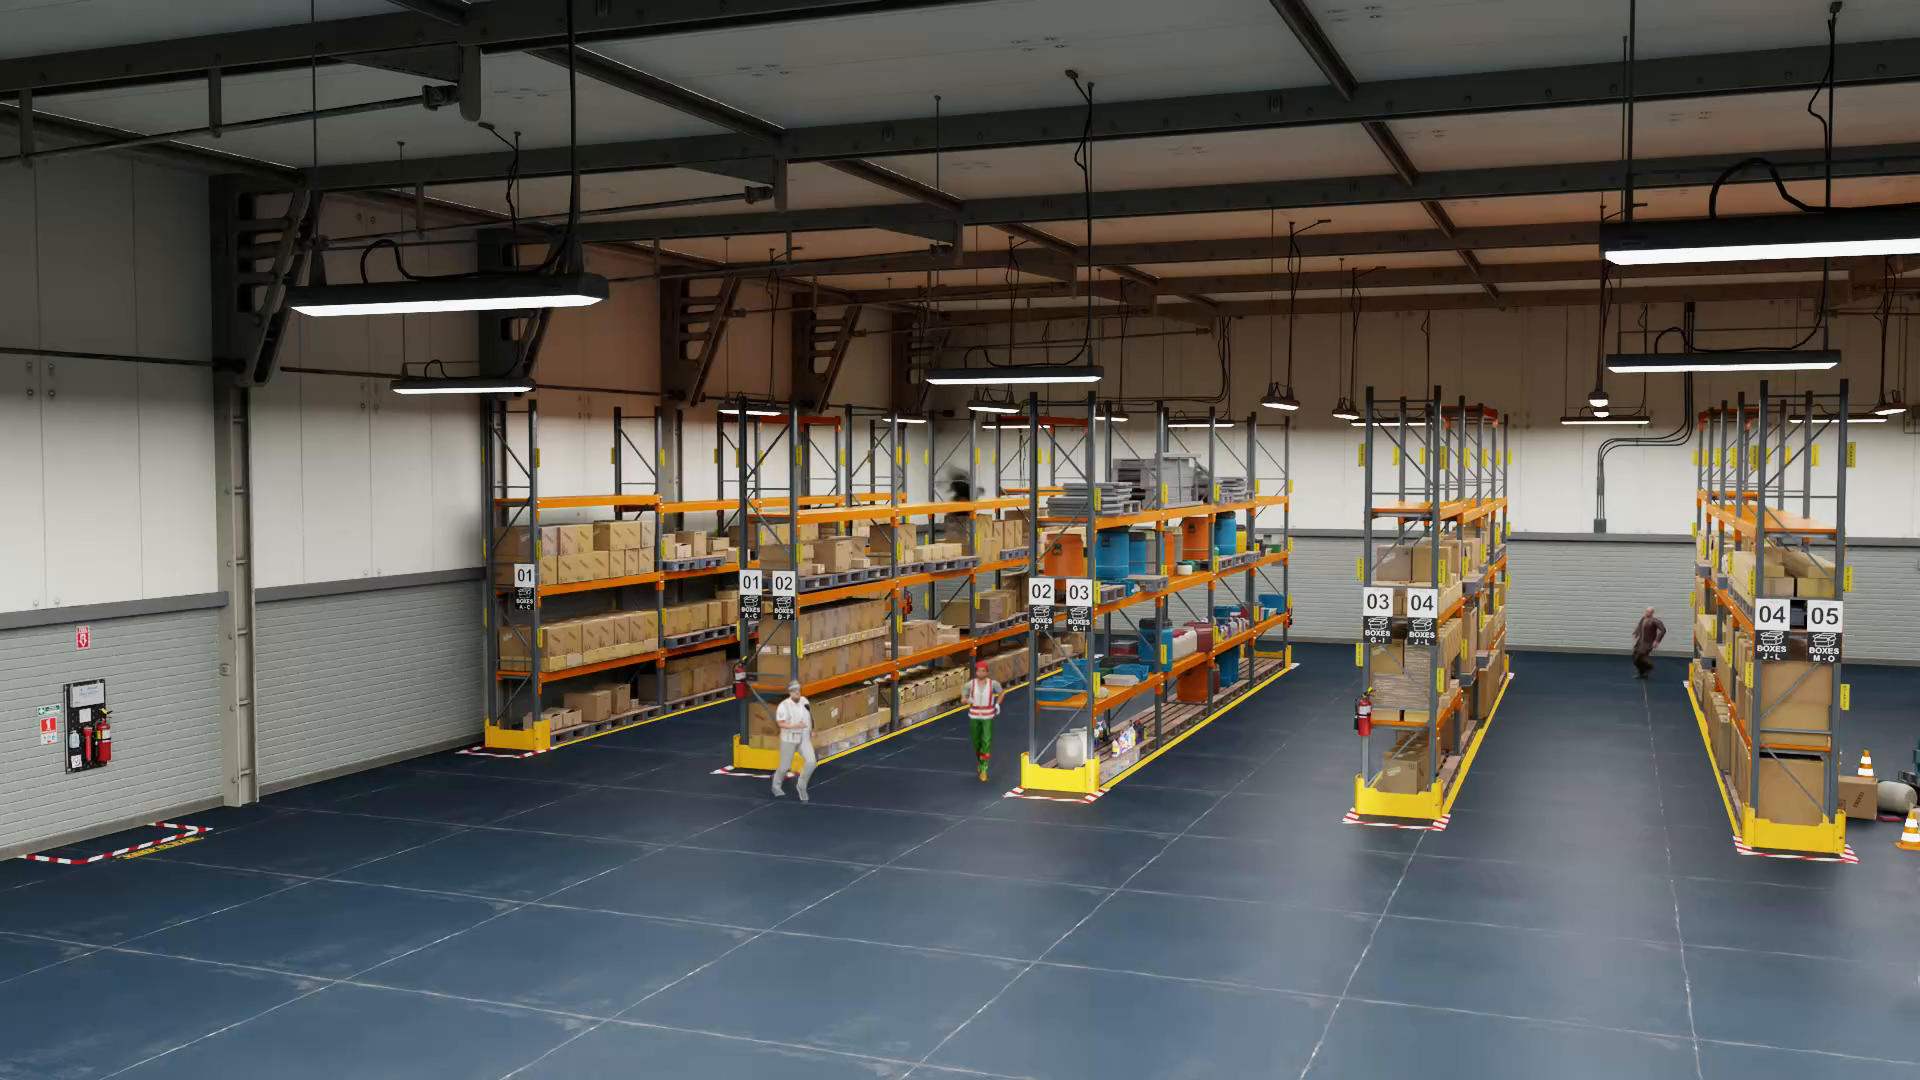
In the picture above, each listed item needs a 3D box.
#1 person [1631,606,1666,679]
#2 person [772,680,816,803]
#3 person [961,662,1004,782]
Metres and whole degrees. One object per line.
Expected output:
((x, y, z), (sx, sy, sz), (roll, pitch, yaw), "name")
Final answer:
((15.471, 2.331, 37.459), (0.566, 1.682, 0.819), (-1, 3, -13), "person")
((-2.392, 2.925, 24.233), (0.674, 1.808, 0.896), (-2, 3, -34), "person")
((0.335, 2.793, 25.934), (0.652, 1.793, 0.896), (0, 3, 8), "person")
